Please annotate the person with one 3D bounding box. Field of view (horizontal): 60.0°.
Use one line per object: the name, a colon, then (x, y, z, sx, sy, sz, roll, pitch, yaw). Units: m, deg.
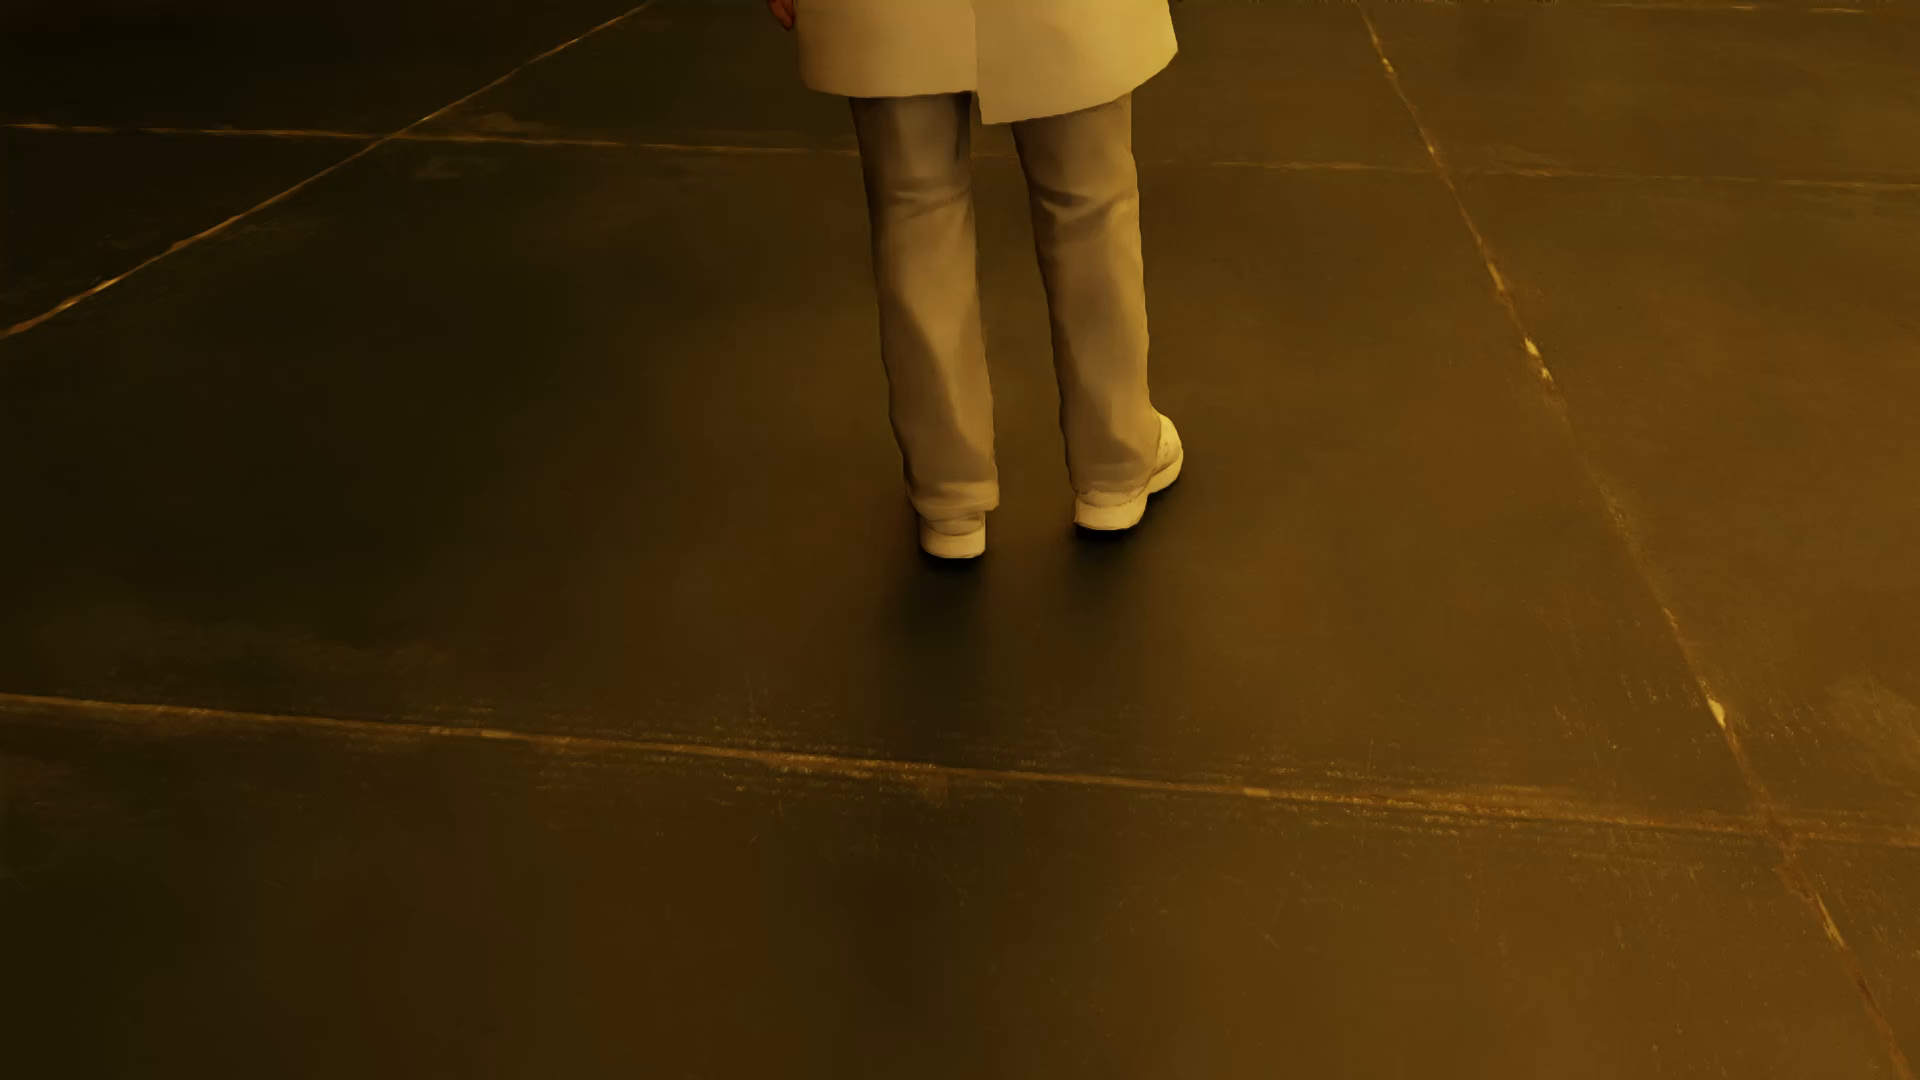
person: (0.017, -0.842, 2.180, 0.694, 1.776, 0.579, 3, 27, 7)
